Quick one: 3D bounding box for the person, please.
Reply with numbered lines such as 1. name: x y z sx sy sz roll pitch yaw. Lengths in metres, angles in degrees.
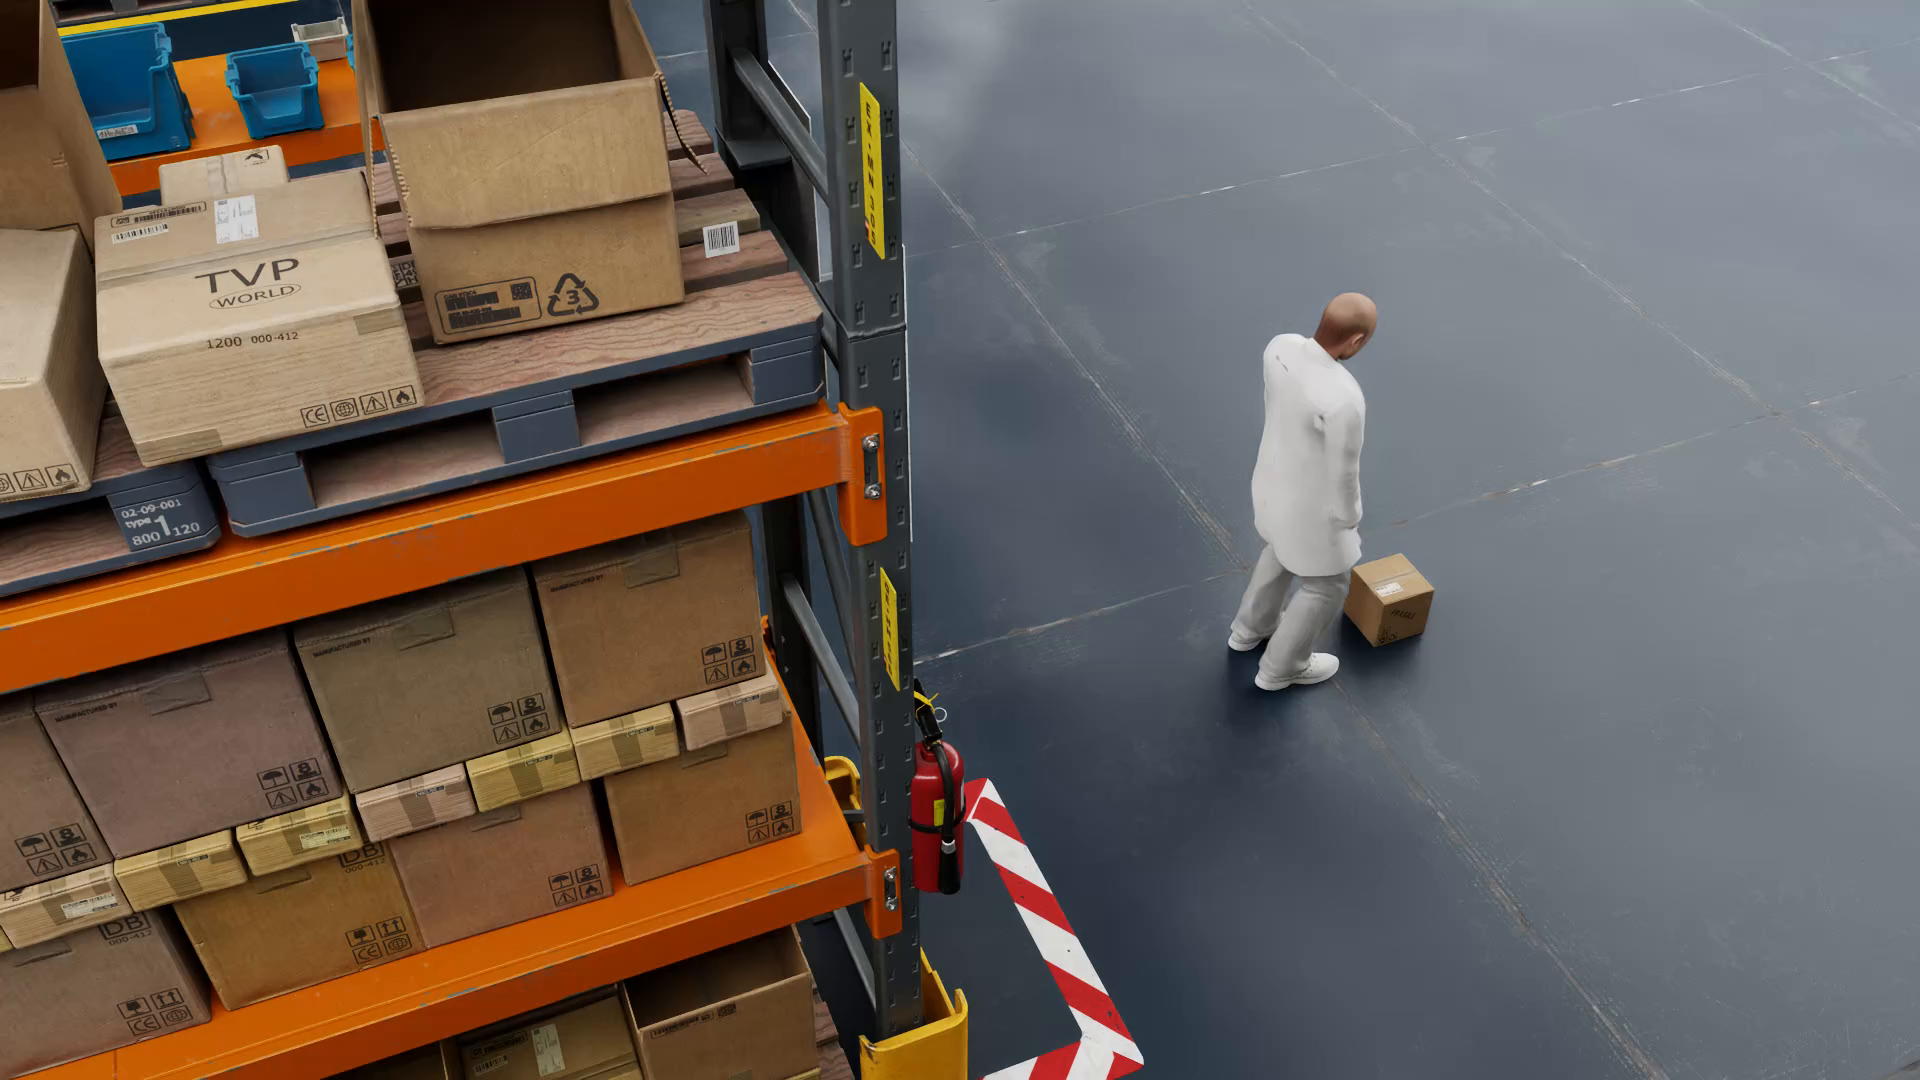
1. person: 1.331 -0.188 6.419 0.396 1.746 0.583 -14 43 -16
